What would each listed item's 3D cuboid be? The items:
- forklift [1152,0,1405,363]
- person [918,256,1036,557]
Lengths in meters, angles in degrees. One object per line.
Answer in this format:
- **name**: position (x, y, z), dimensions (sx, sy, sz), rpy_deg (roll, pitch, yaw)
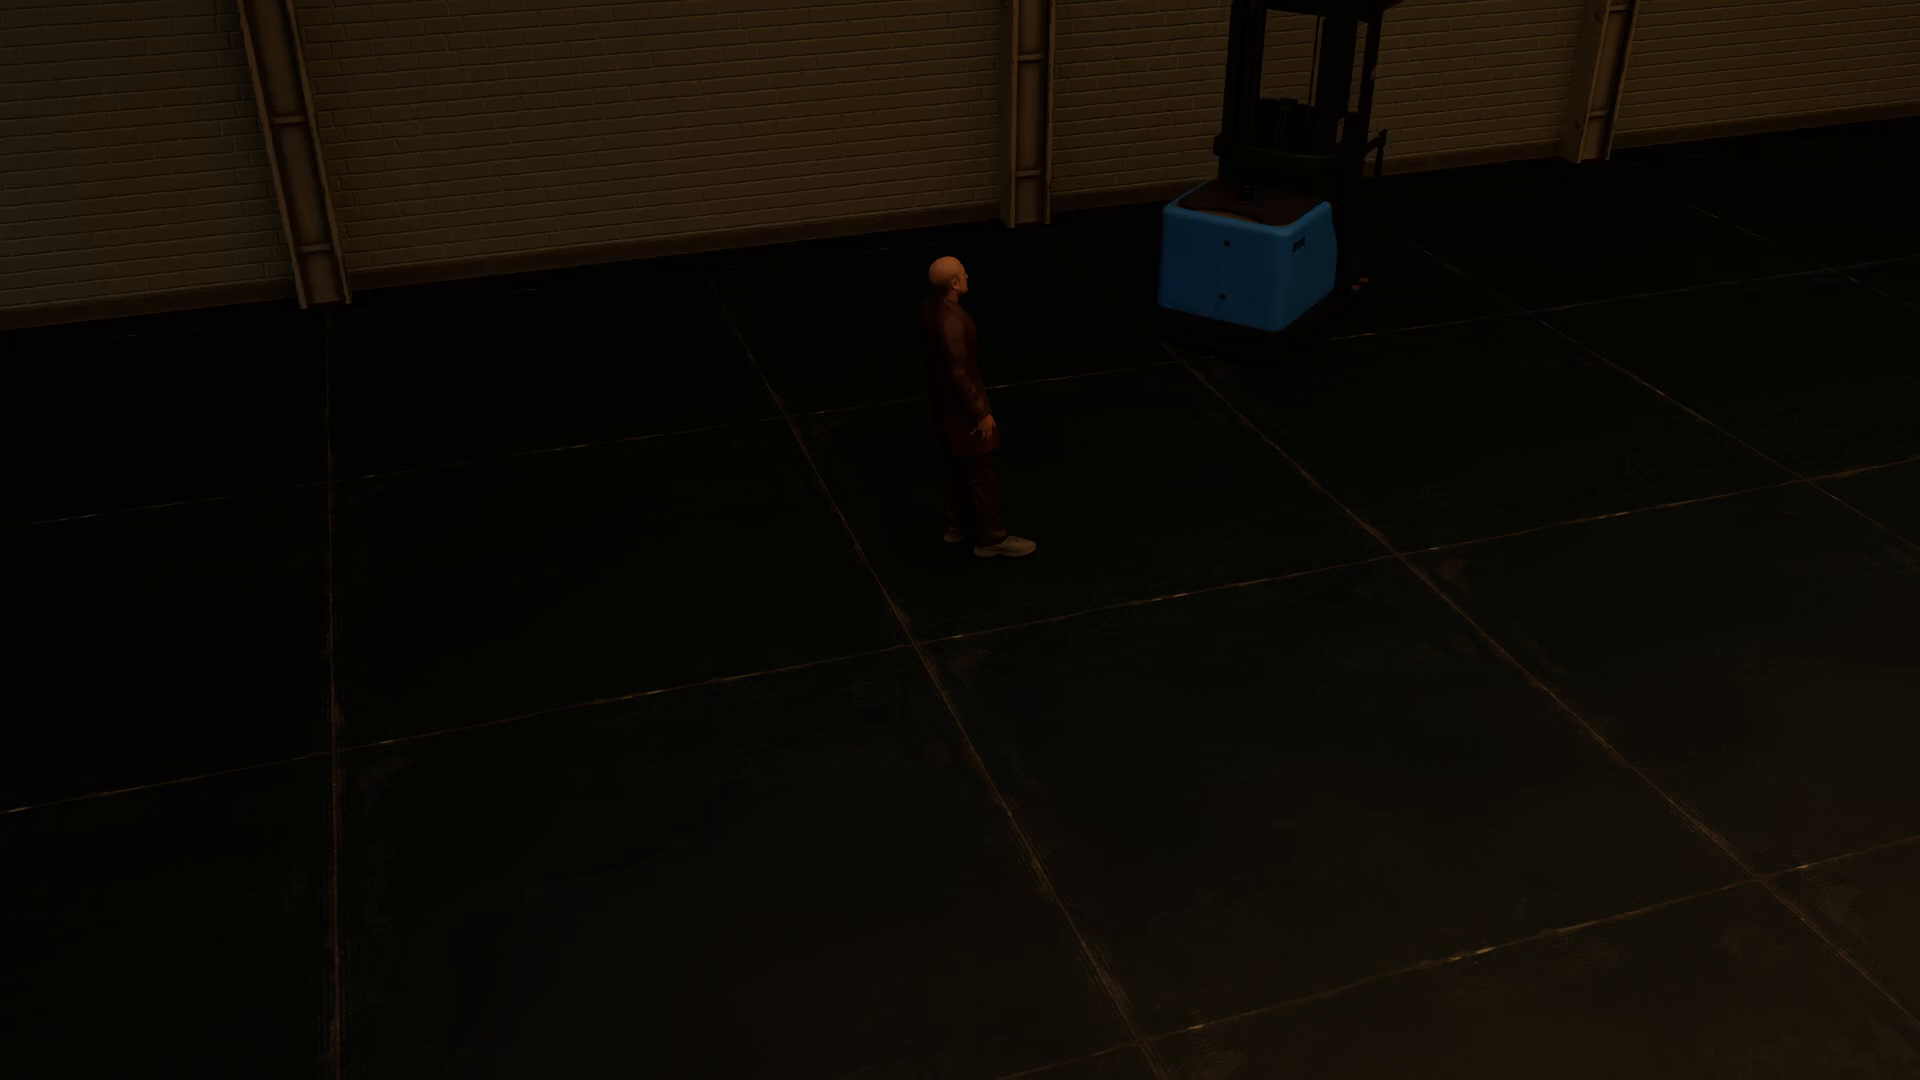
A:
- **forklift**: position (2.686, -3.255, 12.744), dimensions (1.130, 2.935, 3.031), rpy_deg (18, 34, 28)
- **person**: position (0.088, -0.789, 9.600), dimensions (0.582, 1.775, 0.696), rpy_deg (-10, 31, -16)
